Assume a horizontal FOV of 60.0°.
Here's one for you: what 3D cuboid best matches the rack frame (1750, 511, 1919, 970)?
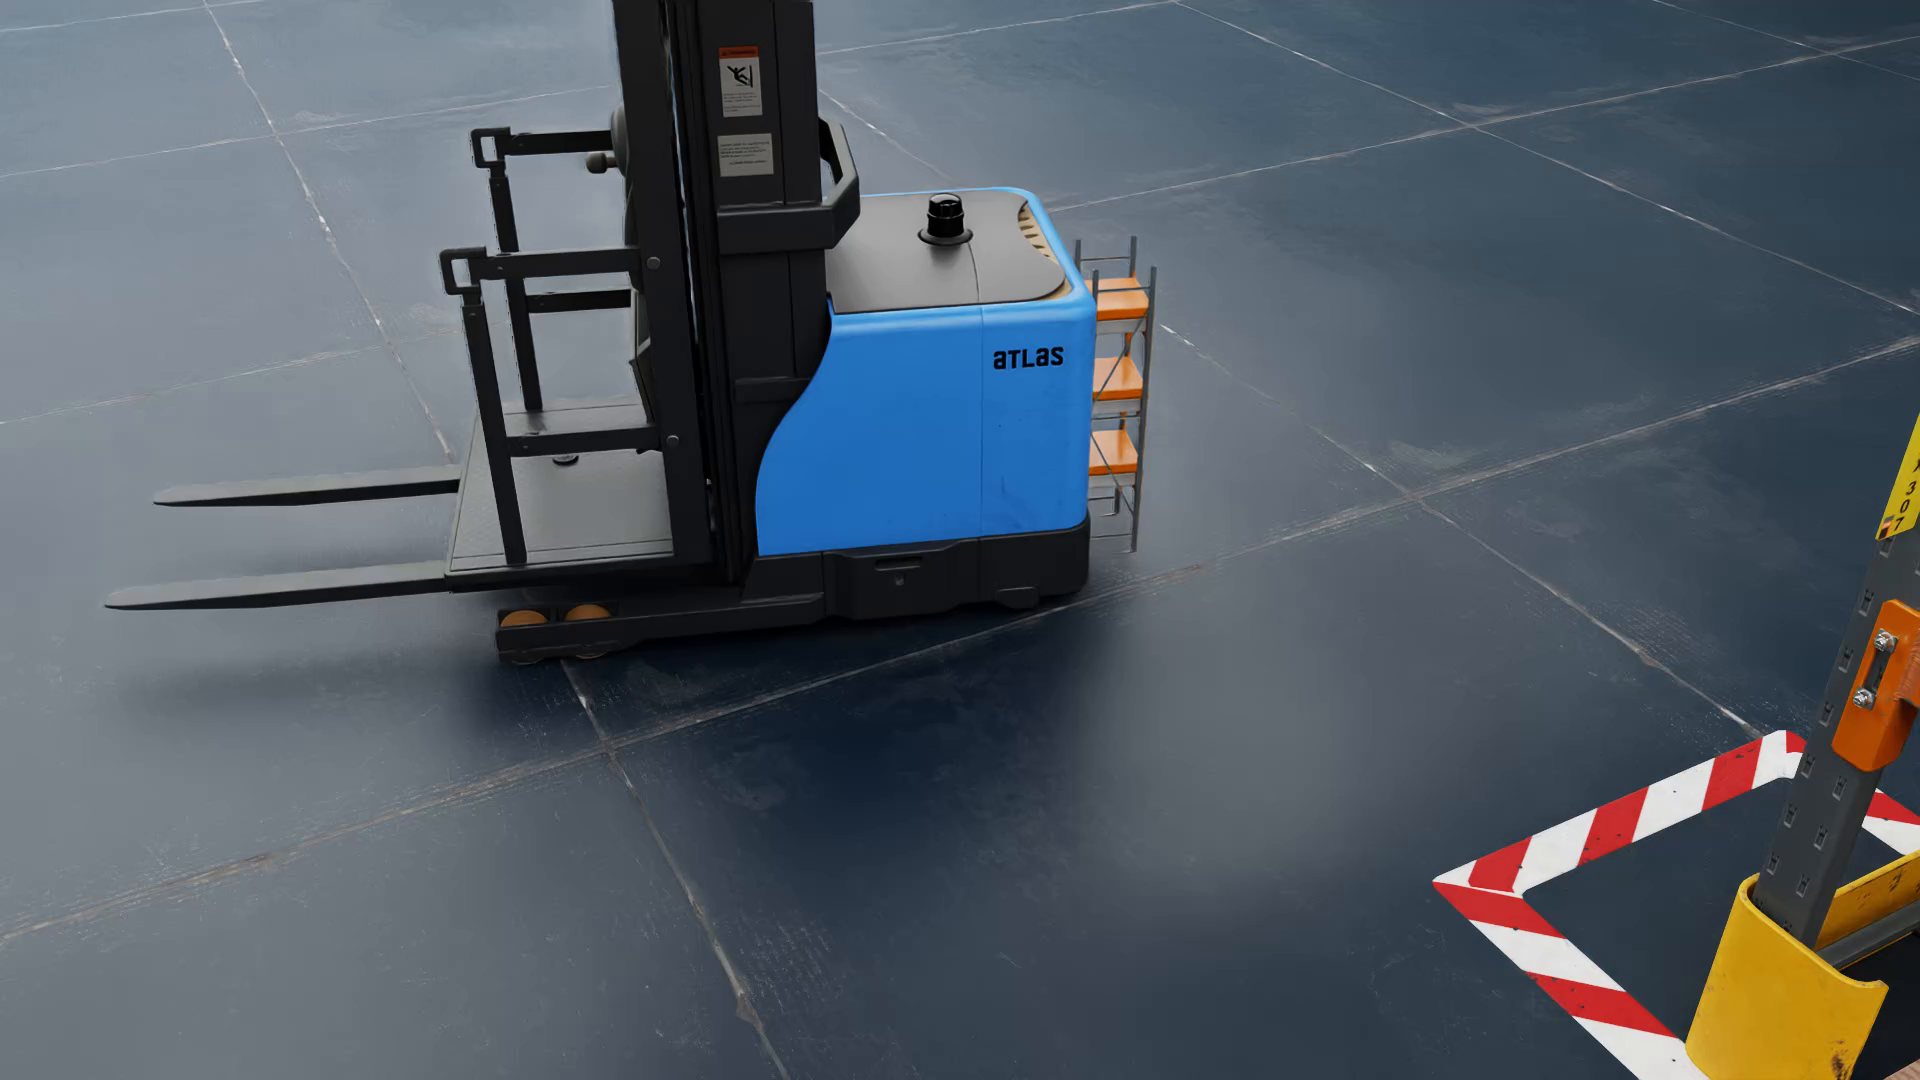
[{"bbox_3d":[2.192,-0.168,3.232,1.000,3.000,0.127,-16,36,-23],"label":"rack frame"}]

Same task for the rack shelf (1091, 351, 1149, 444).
[{"bbox_3d":[0.486,-0.450,5.497,0.215,0.259,0.240,-5,33,-8],"label":"rack shelf"}]

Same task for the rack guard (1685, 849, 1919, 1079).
[{"bbox_3d":[2.270,0.909,3.868,1.175,0.500,0.348,-16,36,-23],"label":"rack guard"}]

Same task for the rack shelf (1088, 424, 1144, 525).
[{"bbox_3d":[0.485,-0.215,5.647,0.215,0.259,0.240,-5,33,-8],"label":"rack shelf"}]

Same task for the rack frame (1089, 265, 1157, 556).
[{"bbox_3d":[0.505,-0.394,5.390,0.200,1.050,0.008,-5,33,-8],"label":"rack frame"}]

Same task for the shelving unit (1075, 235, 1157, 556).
[{"bbox_3d":[0.486,-0.459,5.492,0.215,1.050,0.252,-5,33,-8],"label":"shelving unit"}]

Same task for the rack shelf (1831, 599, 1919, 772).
[{"bbox_3d":[3.125,1.089,1.936,1.077,0.370,4.000,-16,36,-23],"label":"rack shelf"}]

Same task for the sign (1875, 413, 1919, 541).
[{"bbox_3d":[1.704,-0.149,2.945,0.100,0.325,0.005,-16,36,-23],"label":"sign"}]

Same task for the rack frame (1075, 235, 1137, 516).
[{"bbox_3d":[0.466,-0.523,5.593,0.200,1.050,0.008,-5,33,-8],"label":"rack frame"}]

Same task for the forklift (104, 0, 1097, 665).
[{"bbox_3d":[-1.147,-1.156,4.837,3.031,2.935,1.130,-5,33,-8],"label":"forklift"}]

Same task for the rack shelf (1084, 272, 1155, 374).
[{"bbox_3d":[0.487,-0.689,5.344,0.215,0.259,0.240,-5,33,-8],"label":"rack shelf"}]
